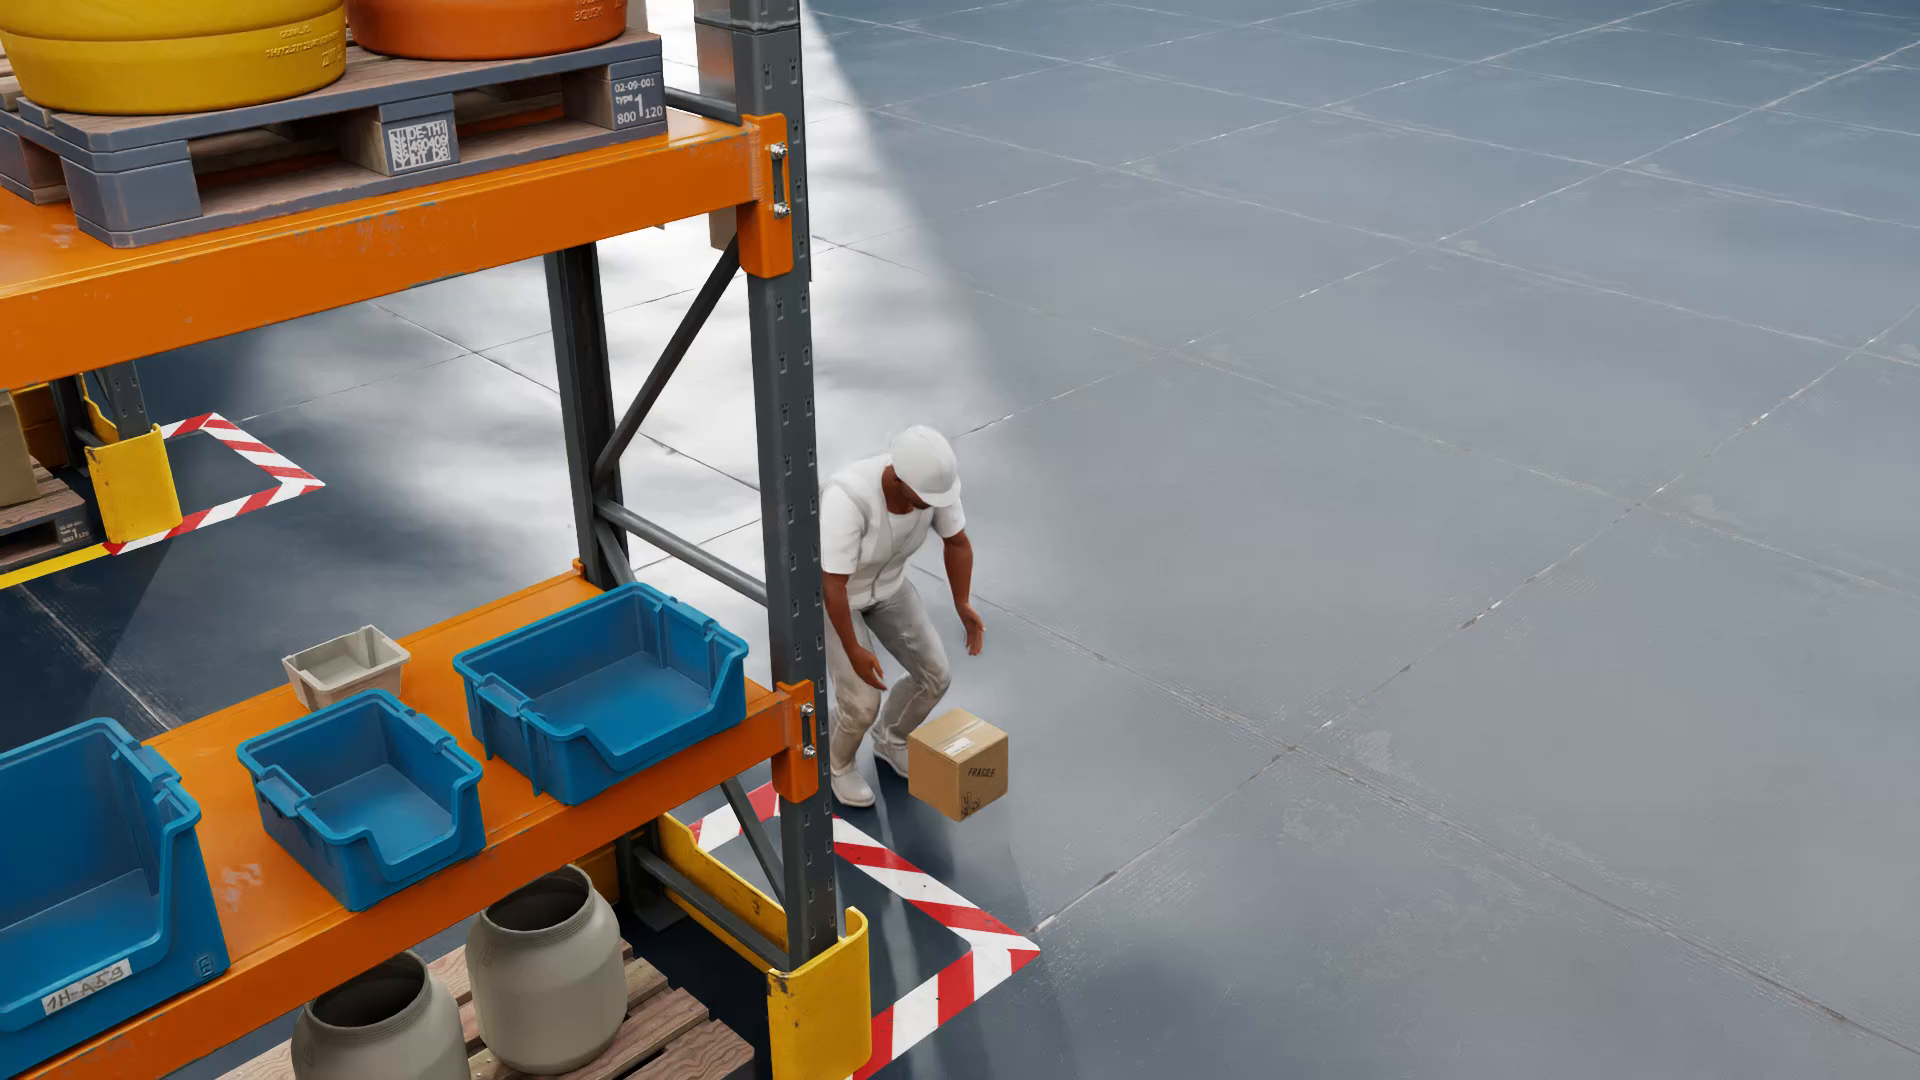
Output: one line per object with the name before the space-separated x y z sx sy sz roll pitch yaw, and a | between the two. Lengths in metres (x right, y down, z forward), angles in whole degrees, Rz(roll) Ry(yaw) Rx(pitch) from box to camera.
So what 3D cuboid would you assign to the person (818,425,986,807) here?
person | -0.256 0.229 5.930 0.627 1.513 0.687 -20 34 -33
